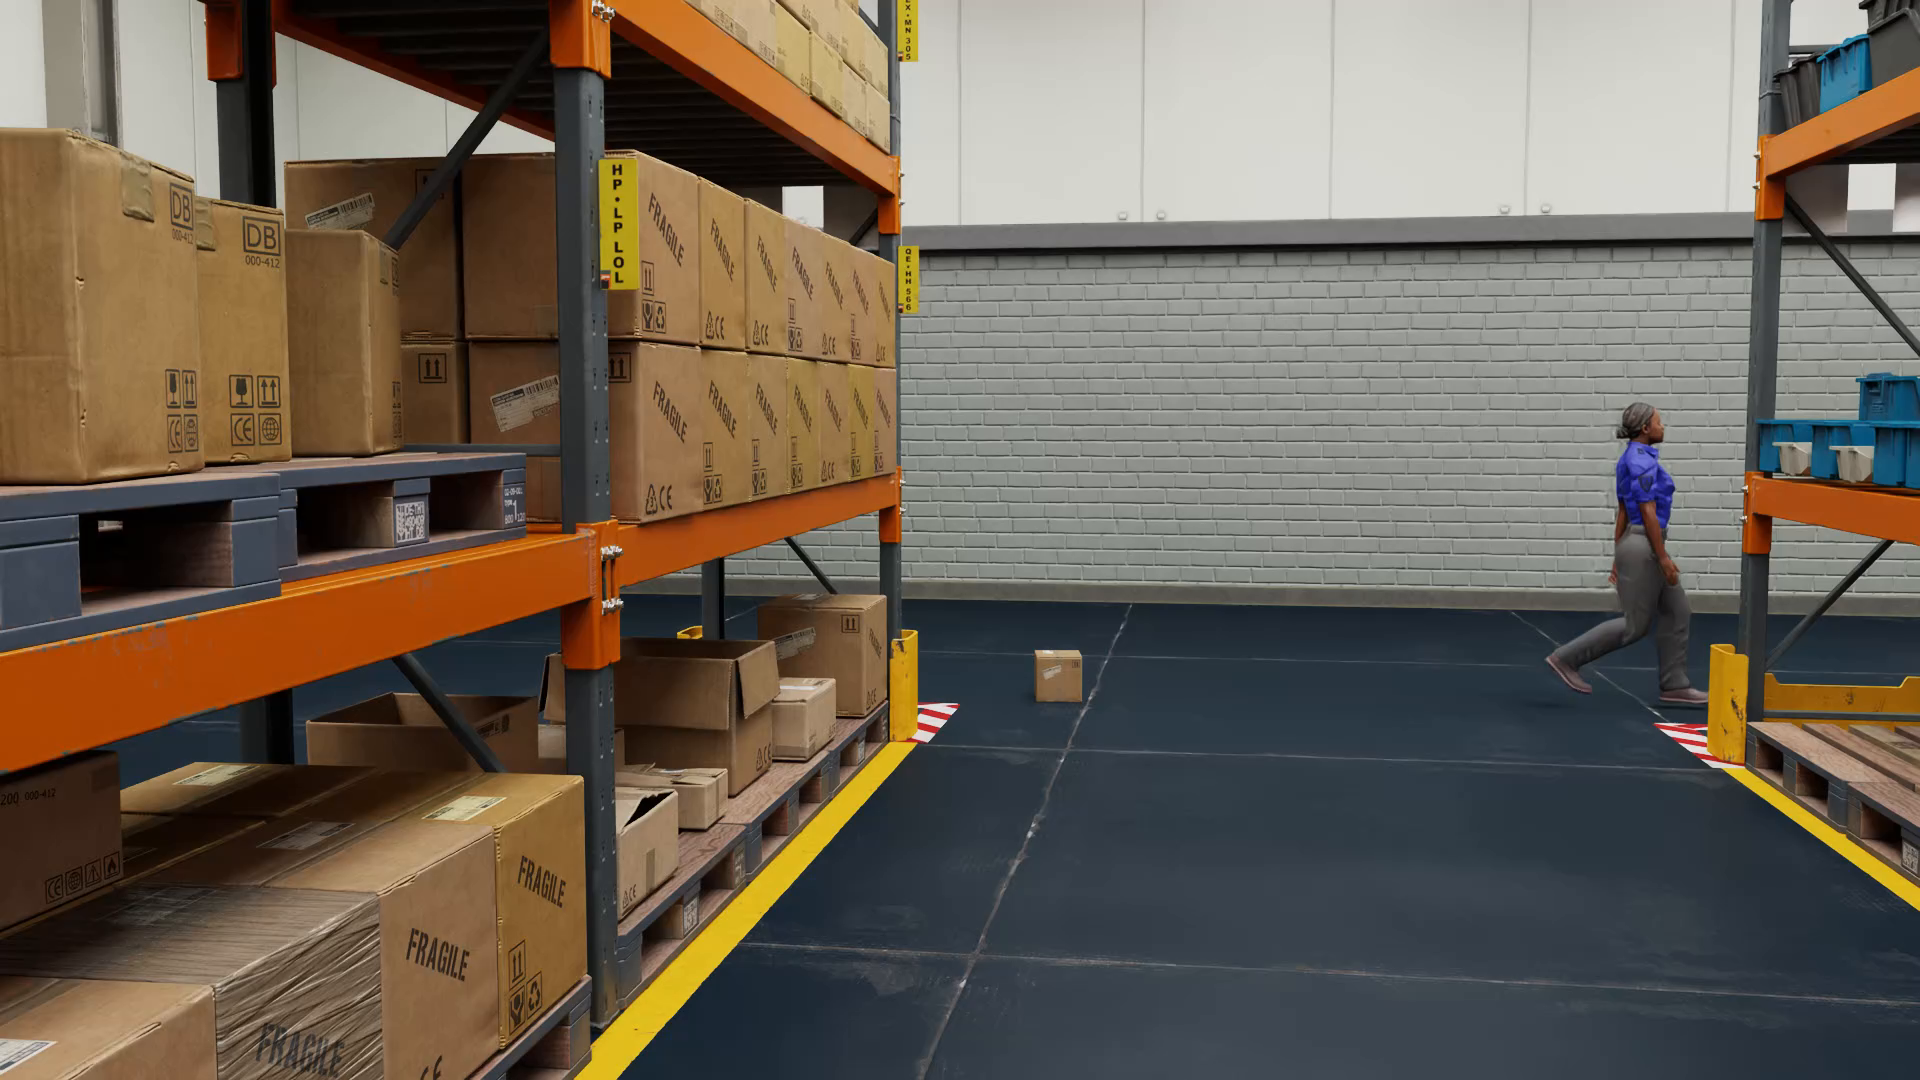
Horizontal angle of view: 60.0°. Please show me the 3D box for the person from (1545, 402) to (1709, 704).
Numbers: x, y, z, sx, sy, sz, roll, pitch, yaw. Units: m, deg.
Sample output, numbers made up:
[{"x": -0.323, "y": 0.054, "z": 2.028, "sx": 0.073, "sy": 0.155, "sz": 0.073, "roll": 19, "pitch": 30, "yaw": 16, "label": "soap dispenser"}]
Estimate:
[{"x": 3.622, "y": 0.071, "z": 8.917, "sx": 0.888, "sy": 1.611, "sz": 0.438, "roll": 2, "pitch": 5, "yaw": 18, "label": "person"}]
